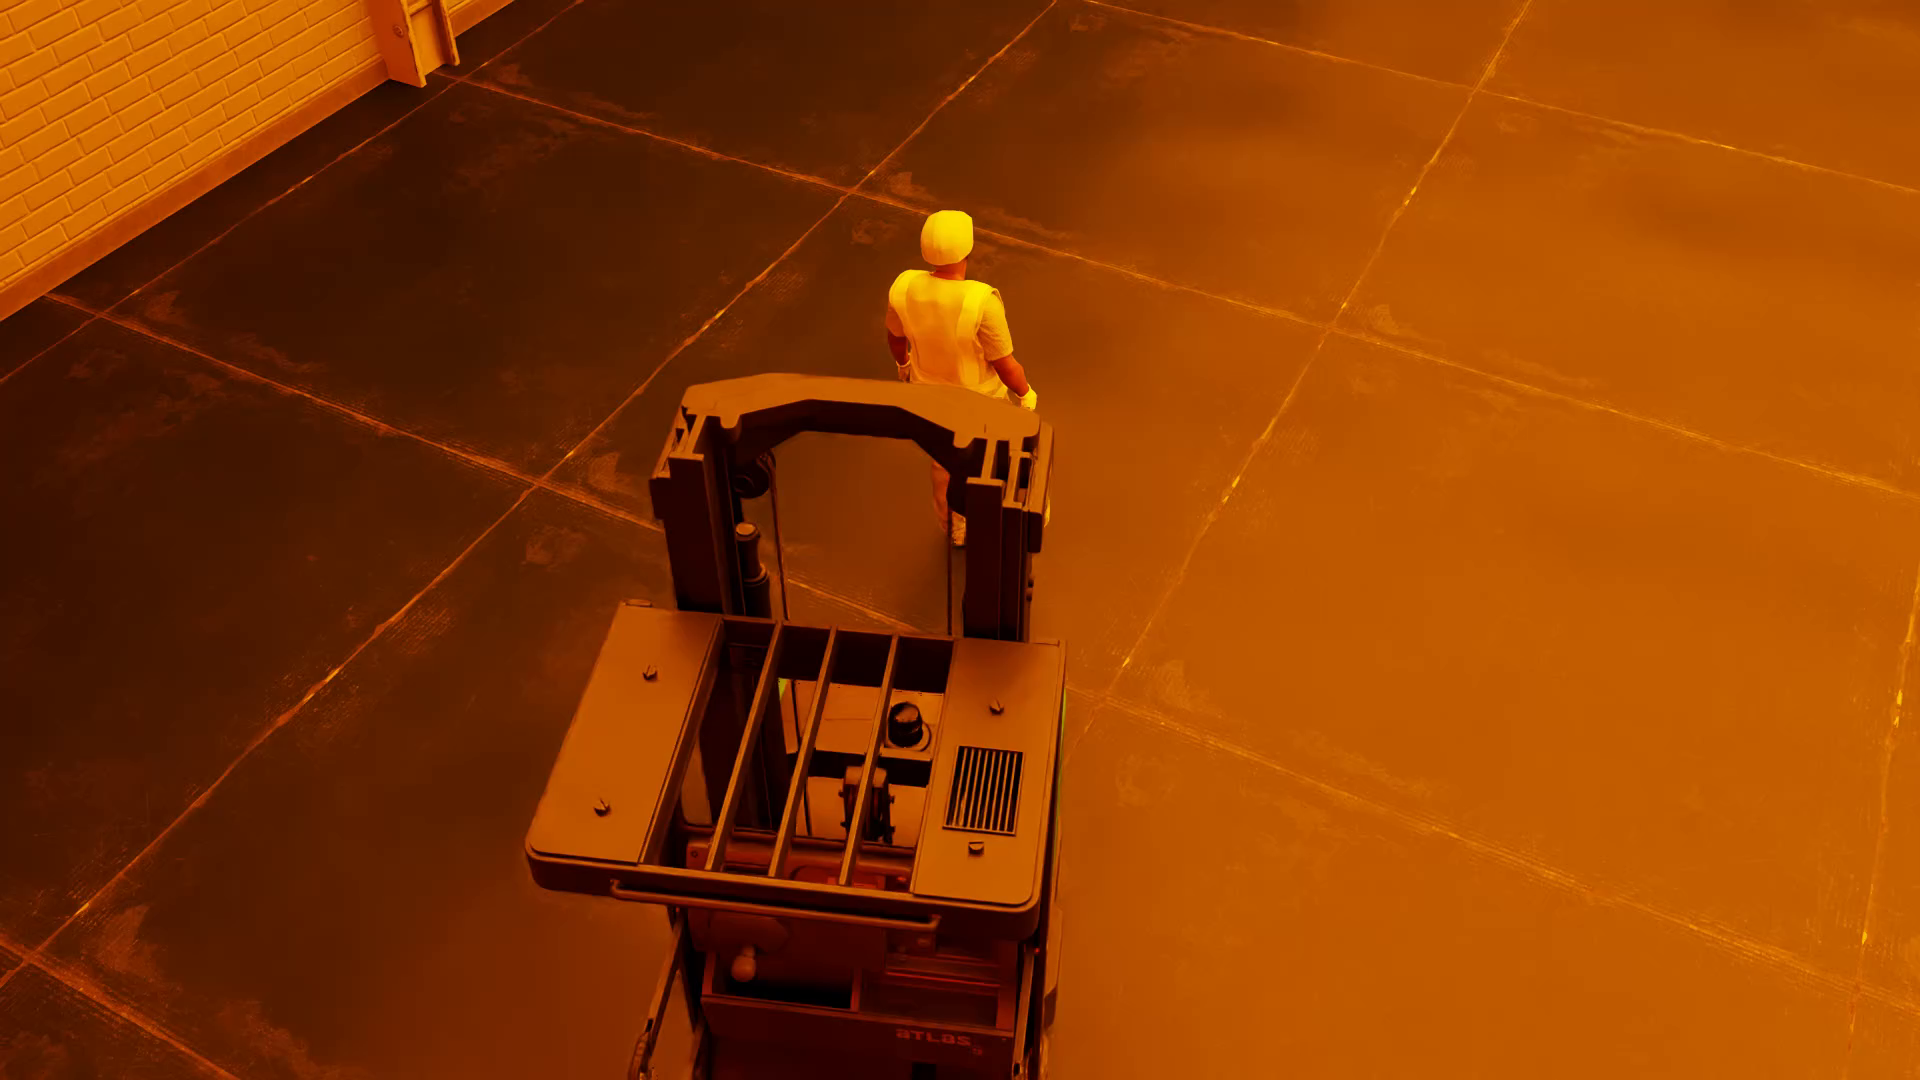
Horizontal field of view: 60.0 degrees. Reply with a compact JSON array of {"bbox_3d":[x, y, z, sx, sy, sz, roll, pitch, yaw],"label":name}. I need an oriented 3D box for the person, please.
[{"bbox_3d":[0.041,-0.696,7.219,0.657,1.785,0.575,20,47,20],"label":"person"}]

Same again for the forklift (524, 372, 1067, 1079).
[{"bbox_3d":[-0.323,1.142,4.442,1.130,2.935,3.031,5,44,5],"label":"forklift"}]
